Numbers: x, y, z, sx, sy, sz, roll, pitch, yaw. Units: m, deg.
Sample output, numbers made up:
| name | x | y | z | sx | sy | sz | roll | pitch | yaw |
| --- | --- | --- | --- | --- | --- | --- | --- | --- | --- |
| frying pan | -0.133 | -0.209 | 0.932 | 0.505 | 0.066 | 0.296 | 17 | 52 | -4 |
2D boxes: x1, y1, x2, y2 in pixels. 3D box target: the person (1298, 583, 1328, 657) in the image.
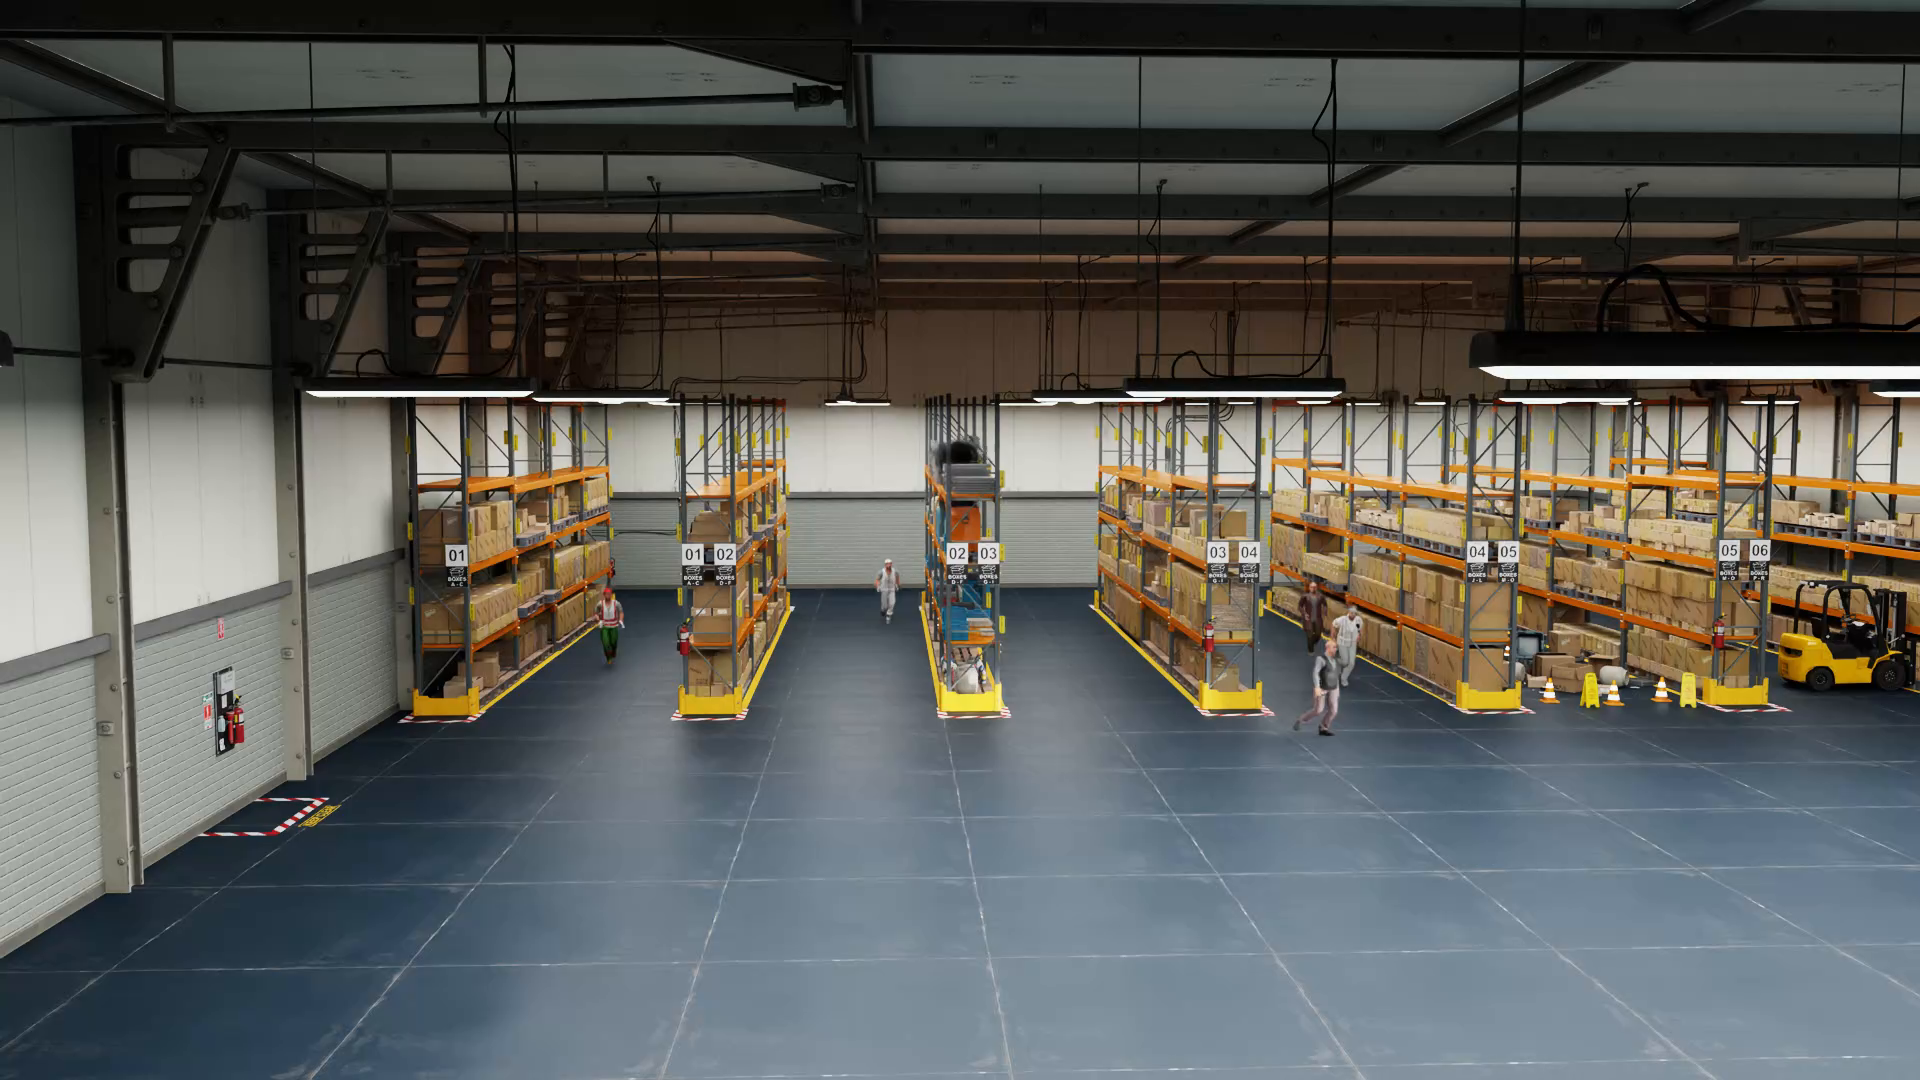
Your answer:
| name | x | y | z | sx | sy | sz | roll | pitch | yaw |
| --- | --- | --- | --- | --- | --- | --- | --- | --- | --- |
| person | 8.150 | 1.834 | 38.396 | 0.700 | 1.724 | 0.663 | 0 | 5 | 2 |

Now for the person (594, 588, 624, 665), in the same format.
| name | x | y | z | sx | sy | sz | roll | pitch | yaw |
| --- | --- | --- | --- | --- | --- | --- | --- | --- | --- |
| person | -7.828 | 1.931 | 37.114 | 0.659 | 1.728 | 0.591 | -1 | 5 | -11 |

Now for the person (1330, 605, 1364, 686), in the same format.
| name | x | y | z | sx | sy | sz | roll | pitch | yaw |
| --- | --- | --- | --- | --- | --- | --- | --- | --- | --- |
| person | 8.036 | 2.170 | 34.502 | 0.640 | 1.707 | 0.761 | -1 | 5 | -16 |

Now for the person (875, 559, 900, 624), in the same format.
| name | x | y | z | sx | sy | sz | roll | pitch | yaw |
| --- | --- | --- | --- | --- | --- | --- | --- | --- | --- |
| person | -1.926 | 1.362 | 44.425 | 0.675 | 1.735 | 0.676 | -1 | 5 | -14 |

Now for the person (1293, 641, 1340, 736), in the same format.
| name | x | y | z | sx | sy | sz | roll | pitch | yaw |
| --- | --- | --- | --- | --- | --- | --- | --- | --- | --- |
| person | 6.275 | 2.586 | 29.077 | 0.807 | 1.657 | 0.582 | -3 | 5 | -30 |
